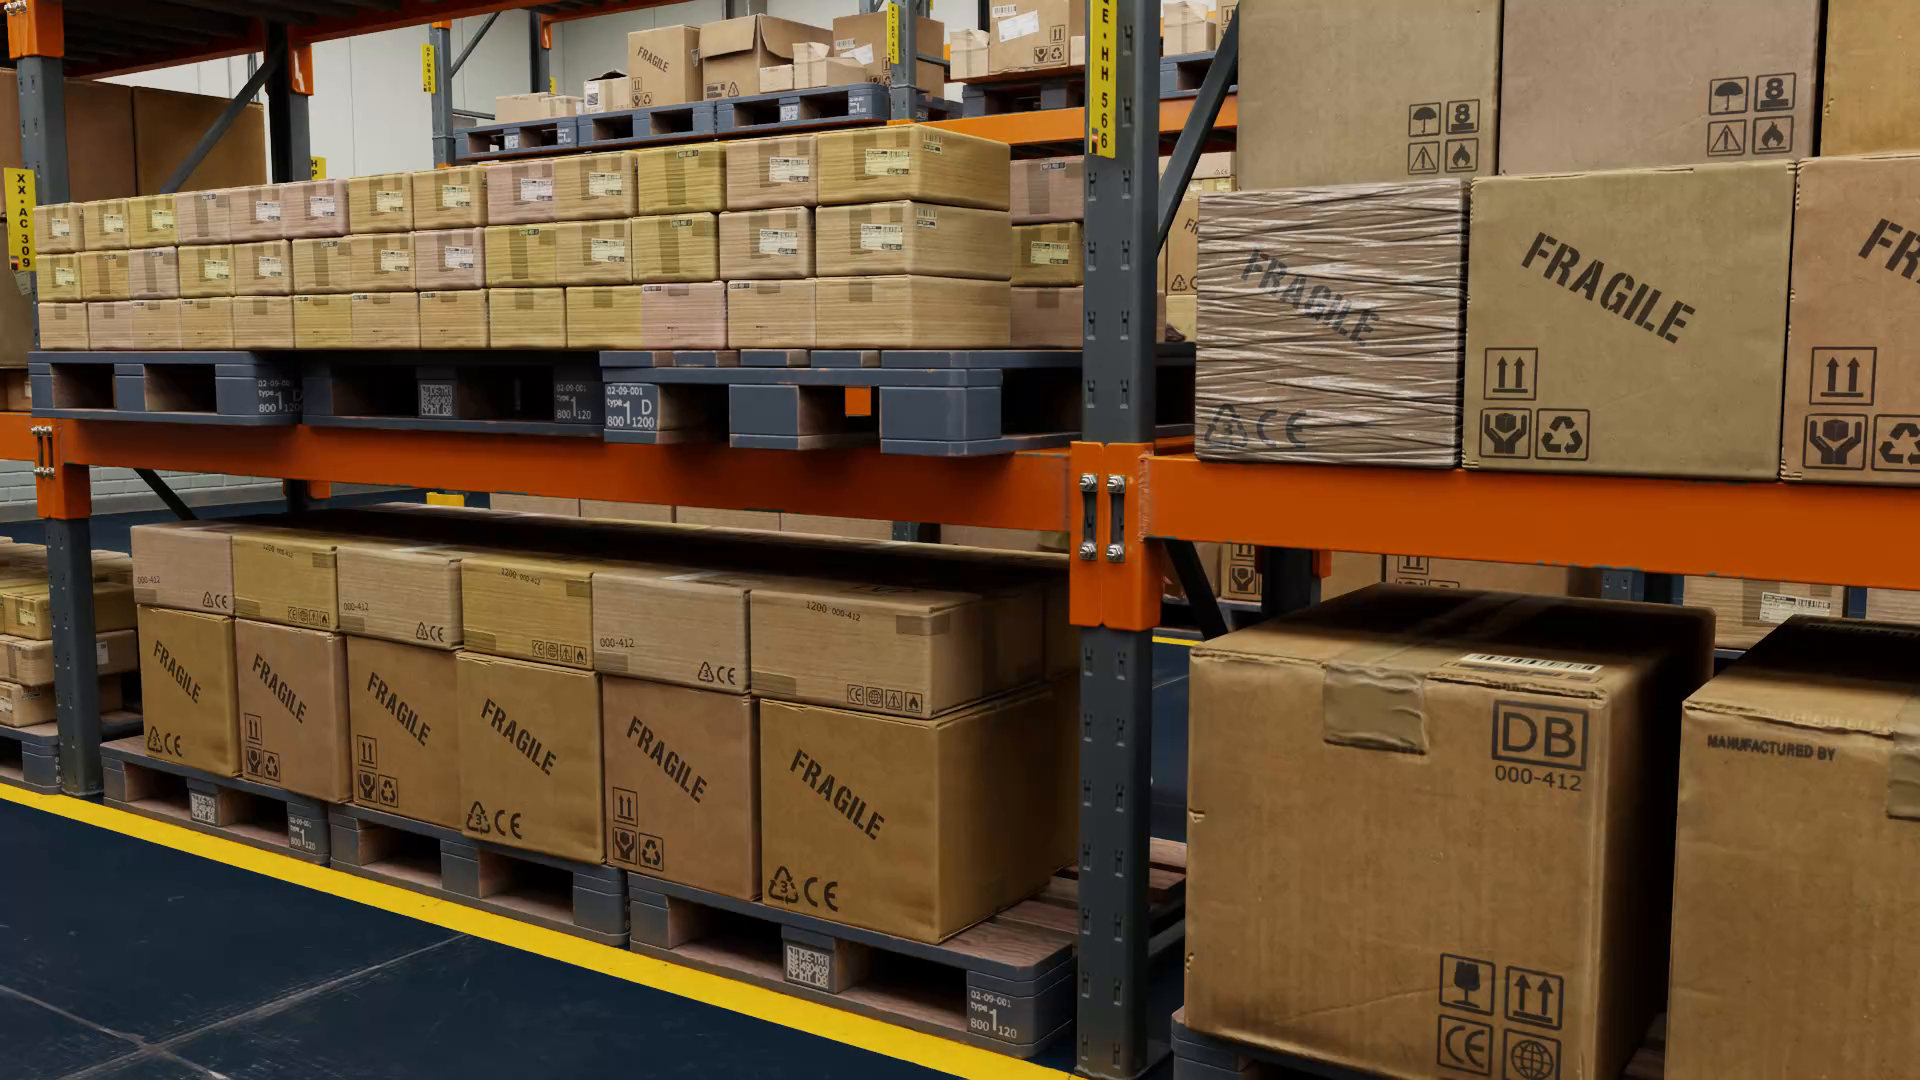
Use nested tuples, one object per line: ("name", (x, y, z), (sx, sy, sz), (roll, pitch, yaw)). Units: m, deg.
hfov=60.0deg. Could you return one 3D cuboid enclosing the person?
("person", (0.532, 0.071, 5.599), (0.538, 1.623, 0.404), (4, 8, 32))
